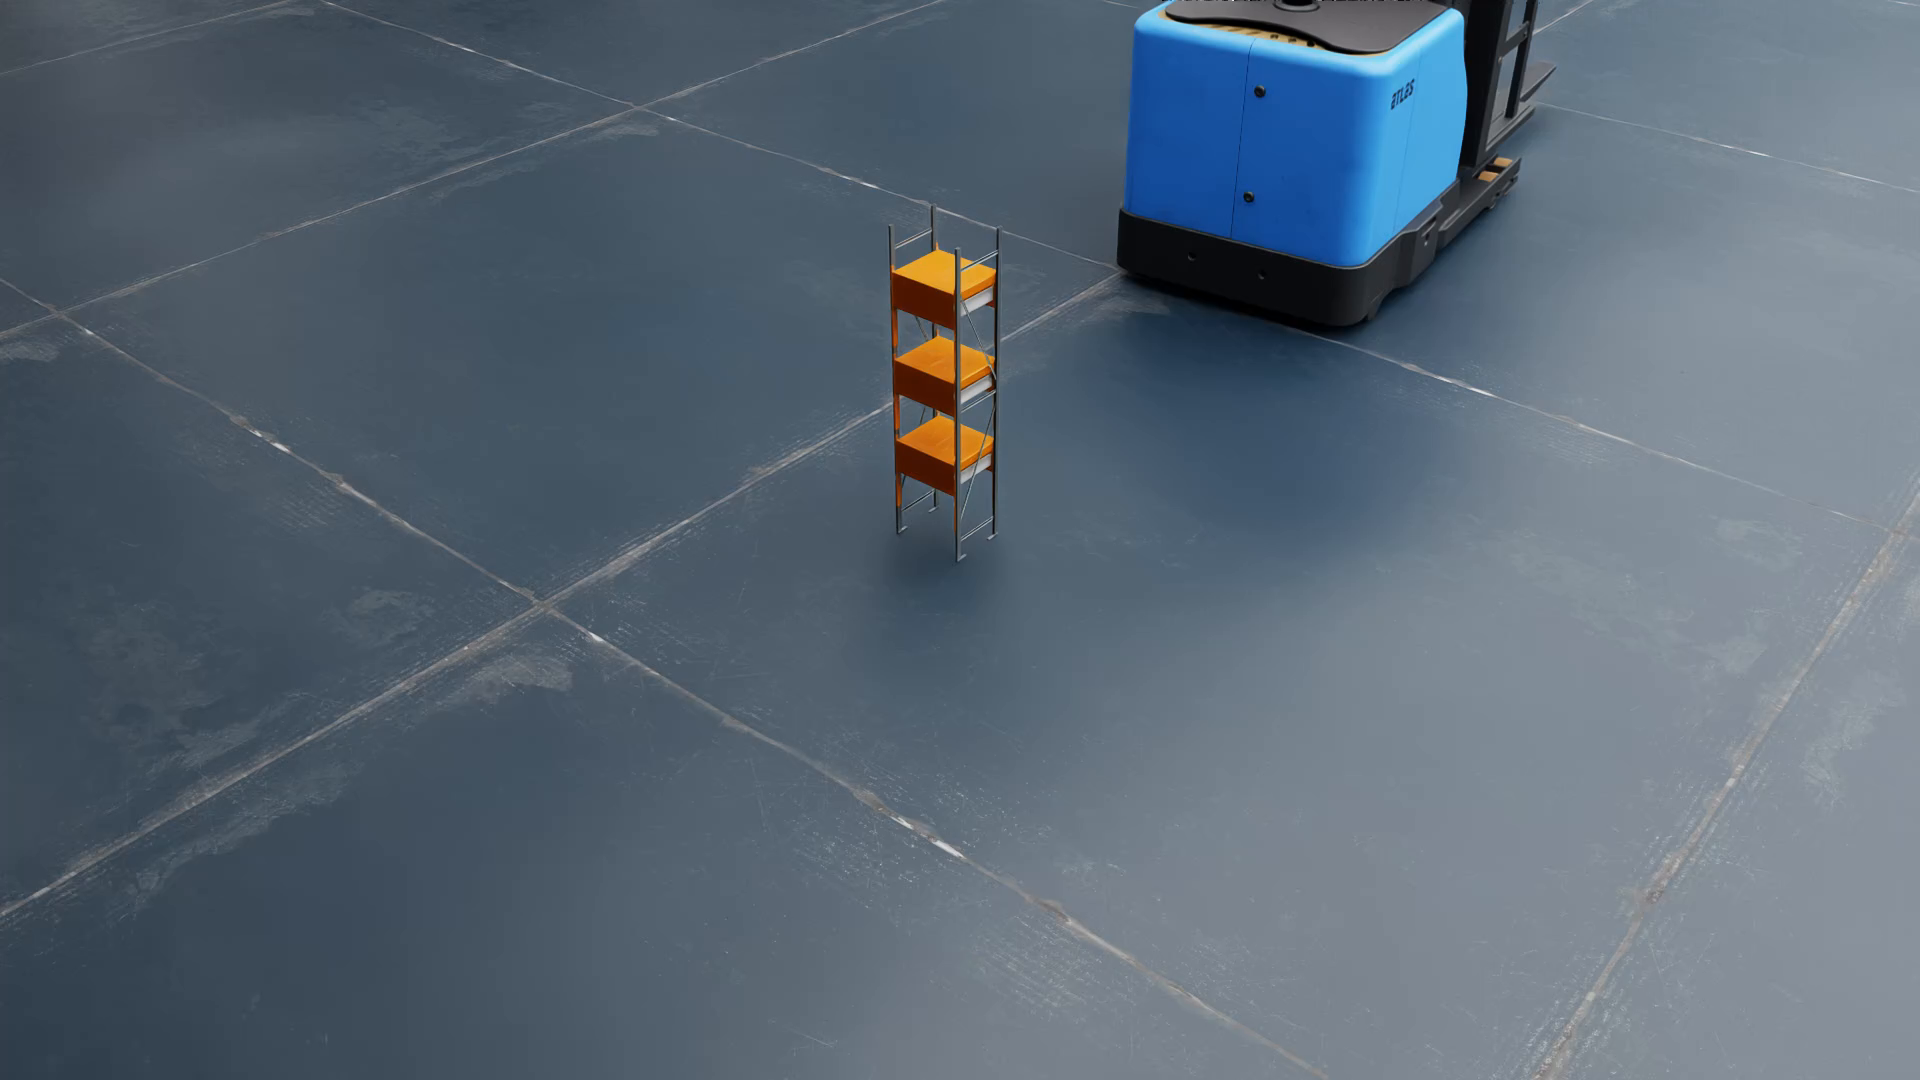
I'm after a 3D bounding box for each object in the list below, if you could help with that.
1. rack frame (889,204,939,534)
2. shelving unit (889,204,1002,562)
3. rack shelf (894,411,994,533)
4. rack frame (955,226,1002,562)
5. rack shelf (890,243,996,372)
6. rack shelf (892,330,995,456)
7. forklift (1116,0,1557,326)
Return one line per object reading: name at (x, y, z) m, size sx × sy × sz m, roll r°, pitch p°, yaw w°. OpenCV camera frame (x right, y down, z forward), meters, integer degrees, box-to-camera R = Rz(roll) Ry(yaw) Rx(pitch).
rack frame at (-0.135, -0.496, 5.045) m, size 0.008 × 1.050 × 0.200 m, roll 25°, pitch 42°, yaw 32°
shelving unit at (-0.041, -0.452, 4.981) m, size 0.252 × 1.050 × 0.215 m, roll 25°, pitch 42°, yaw 32°
rack shelf at (-0.041, -0.214, 5.144) m, size 0.240 × 0.259 × 0.215 m, roll 25°, pitch 42°, yaw 32°
rack frame at (0.053, -0.408, 4.917) m, size 0.008 × 1.050 × 0.200 m, roll 25°, pitch 42°, yaw 32°
rack shelf at (-0.041, -0.677, 4.826) m, size 0.240 × 0.259 × 0.215 m, roll 25°, pitch 42°, yaw 32°
rack shelf at (-0.041, -0.443, 4.987) m, size 0.240 × 0.259 × 0.215 m, roll 25°, pitch 42°, yaw 32°
forklift at (1.873, -2.813, 6.756) m, size 1.130 × 2.935 × 3.031 m, roll 21°, pitch 40°, yaw 27°
